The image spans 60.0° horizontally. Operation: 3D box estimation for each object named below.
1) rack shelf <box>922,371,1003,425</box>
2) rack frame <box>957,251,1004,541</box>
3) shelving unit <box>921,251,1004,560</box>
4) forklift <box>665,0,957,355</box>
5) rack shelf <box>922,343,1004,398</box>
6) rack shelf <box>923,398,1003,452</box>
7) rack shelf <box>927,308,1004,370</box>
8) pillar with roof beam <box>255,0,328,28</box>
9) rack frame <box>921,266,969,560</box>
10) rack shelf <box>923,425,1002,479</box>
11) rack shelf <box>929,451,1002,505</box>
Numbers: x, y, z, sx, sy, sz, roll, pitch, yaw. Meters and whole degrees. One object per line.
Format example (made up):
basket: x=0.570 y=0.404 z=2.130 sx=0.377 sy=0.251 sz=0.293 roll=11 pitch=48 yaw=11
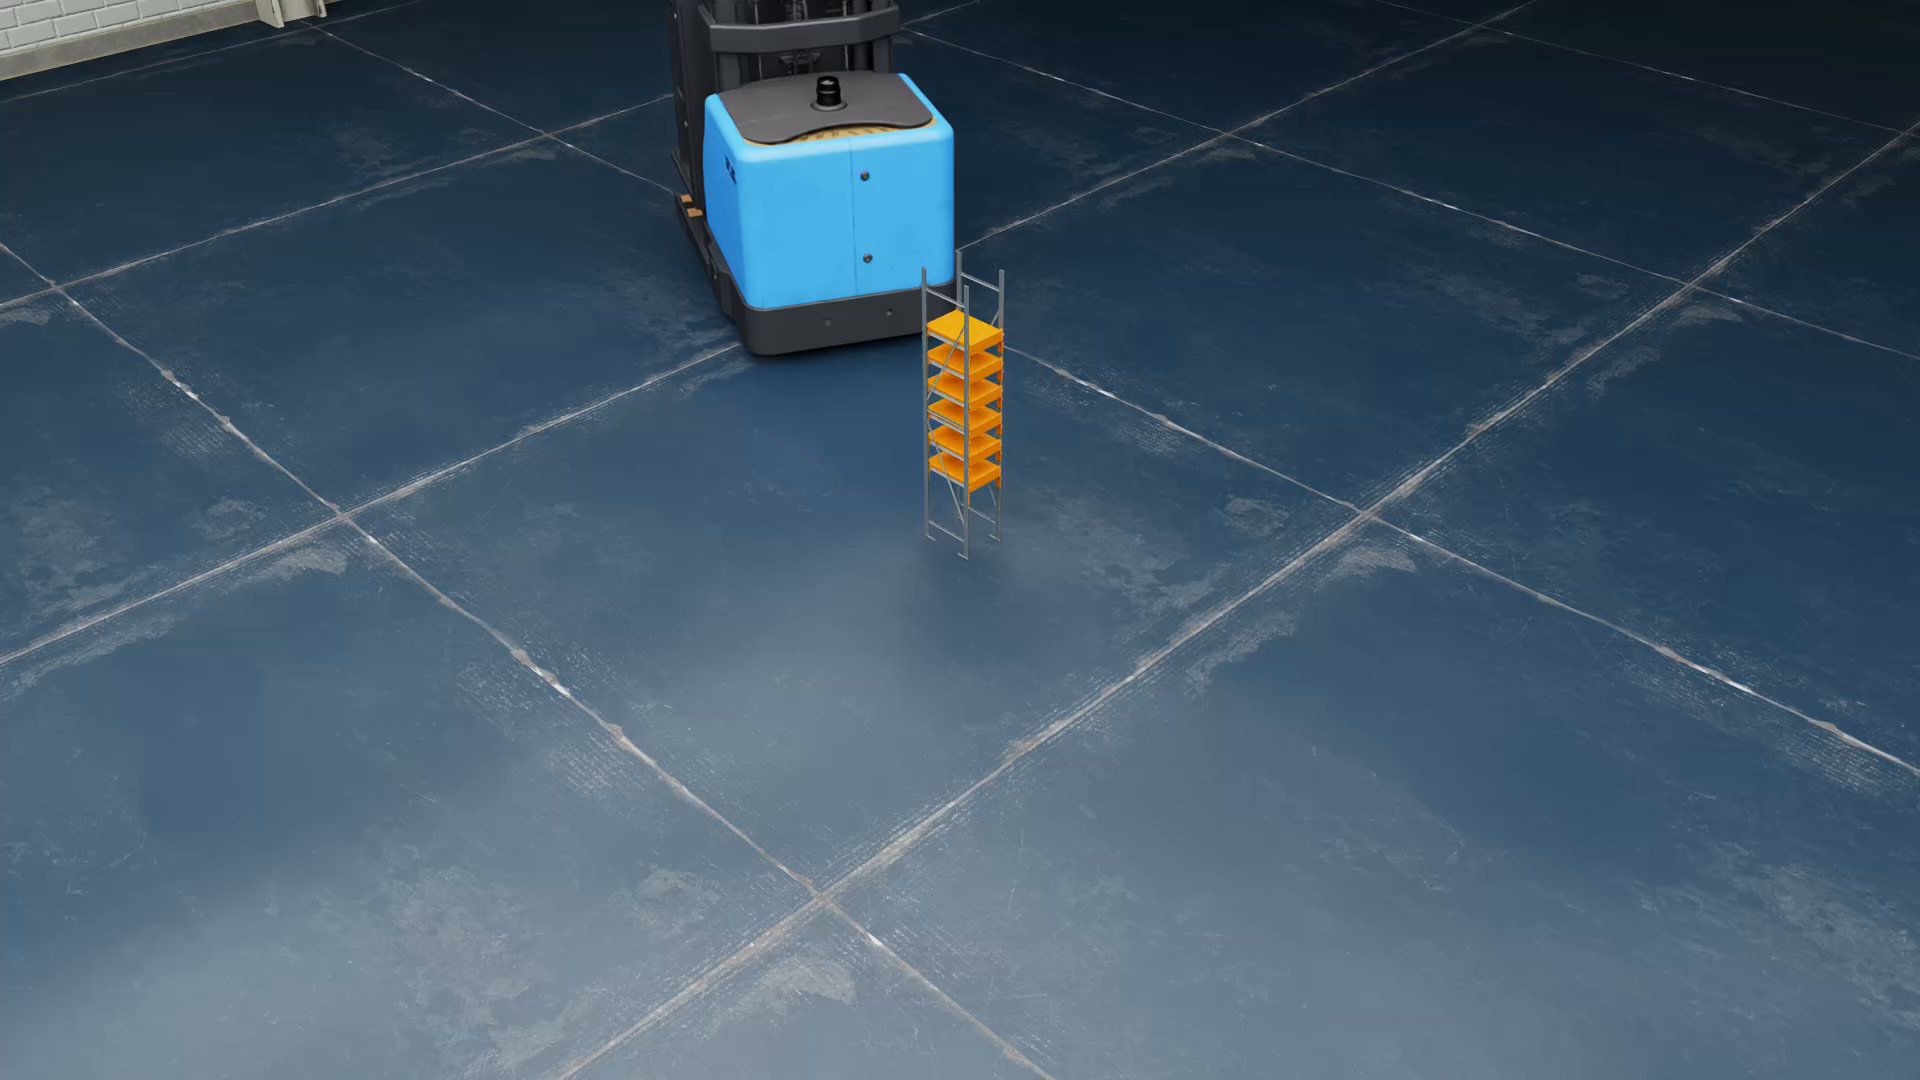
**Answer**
rack shelf: x=0.010 y=-0.560 z=6.372 sx=0.258 sy=0.103 sz=0.180 roll=30 pitch=45 yaw=35
rack frame: x=0.075 y=-0.535 z=6.468 sx=0.240 sy=1.200 sz=0.006 roll=30 pitch=45 yaw=35
shelving unit: x=0.010 y=-0.498 z=6.415 sx=0.258 sy=1.200 sz=0.189 roll=30 pitch=45 yaw=35
forklift: x=-0.951 y=-2.918 z=8.372 sx=1.130 sy=2.935 sz=3.031 roll=-11 pitch=36 yaw=-15
rack shelf: x=0.010 y=-0.658 z=6.303 sx=0.258 sy=0.103 sz=0.180 roll=30 pitch=45 yaw=35
rack shelf: x=0.010 y=-0.462 z=6.441 sx=0.258 sy=0.103 sz=0.180 roll=30 pitch=45 yaw=35
rack shelf: x=0.010 y=-0.757 z=6.235 sx=0.258 sy=0.103 sz=0.180 roll=30 pitch=45 yaw=35
pillar with roof beam: x=-1.876 y=-5.821 z=7.230 sx=9.100 sy=9.000 sz=0.400 roll=30 pitch=45 yaw=35
rack frame: x=-0.054 y=-0.461 z=6.362 sx=0.240 sy=1.200 sz=0.006 roll=30 pitch=45 yaw=35
rack shelf: x=0.010 y=-0.363 z=6.509 sx=0.258 sy=0.103 sz=0.180 roll=30 pitch=45 yaw=35
rack shelf: x=0.010 y=-0.265 z=6.578 sx=0.258 sy=0.103 sz=0.180 roll=30 pitch=45 yaw=35
